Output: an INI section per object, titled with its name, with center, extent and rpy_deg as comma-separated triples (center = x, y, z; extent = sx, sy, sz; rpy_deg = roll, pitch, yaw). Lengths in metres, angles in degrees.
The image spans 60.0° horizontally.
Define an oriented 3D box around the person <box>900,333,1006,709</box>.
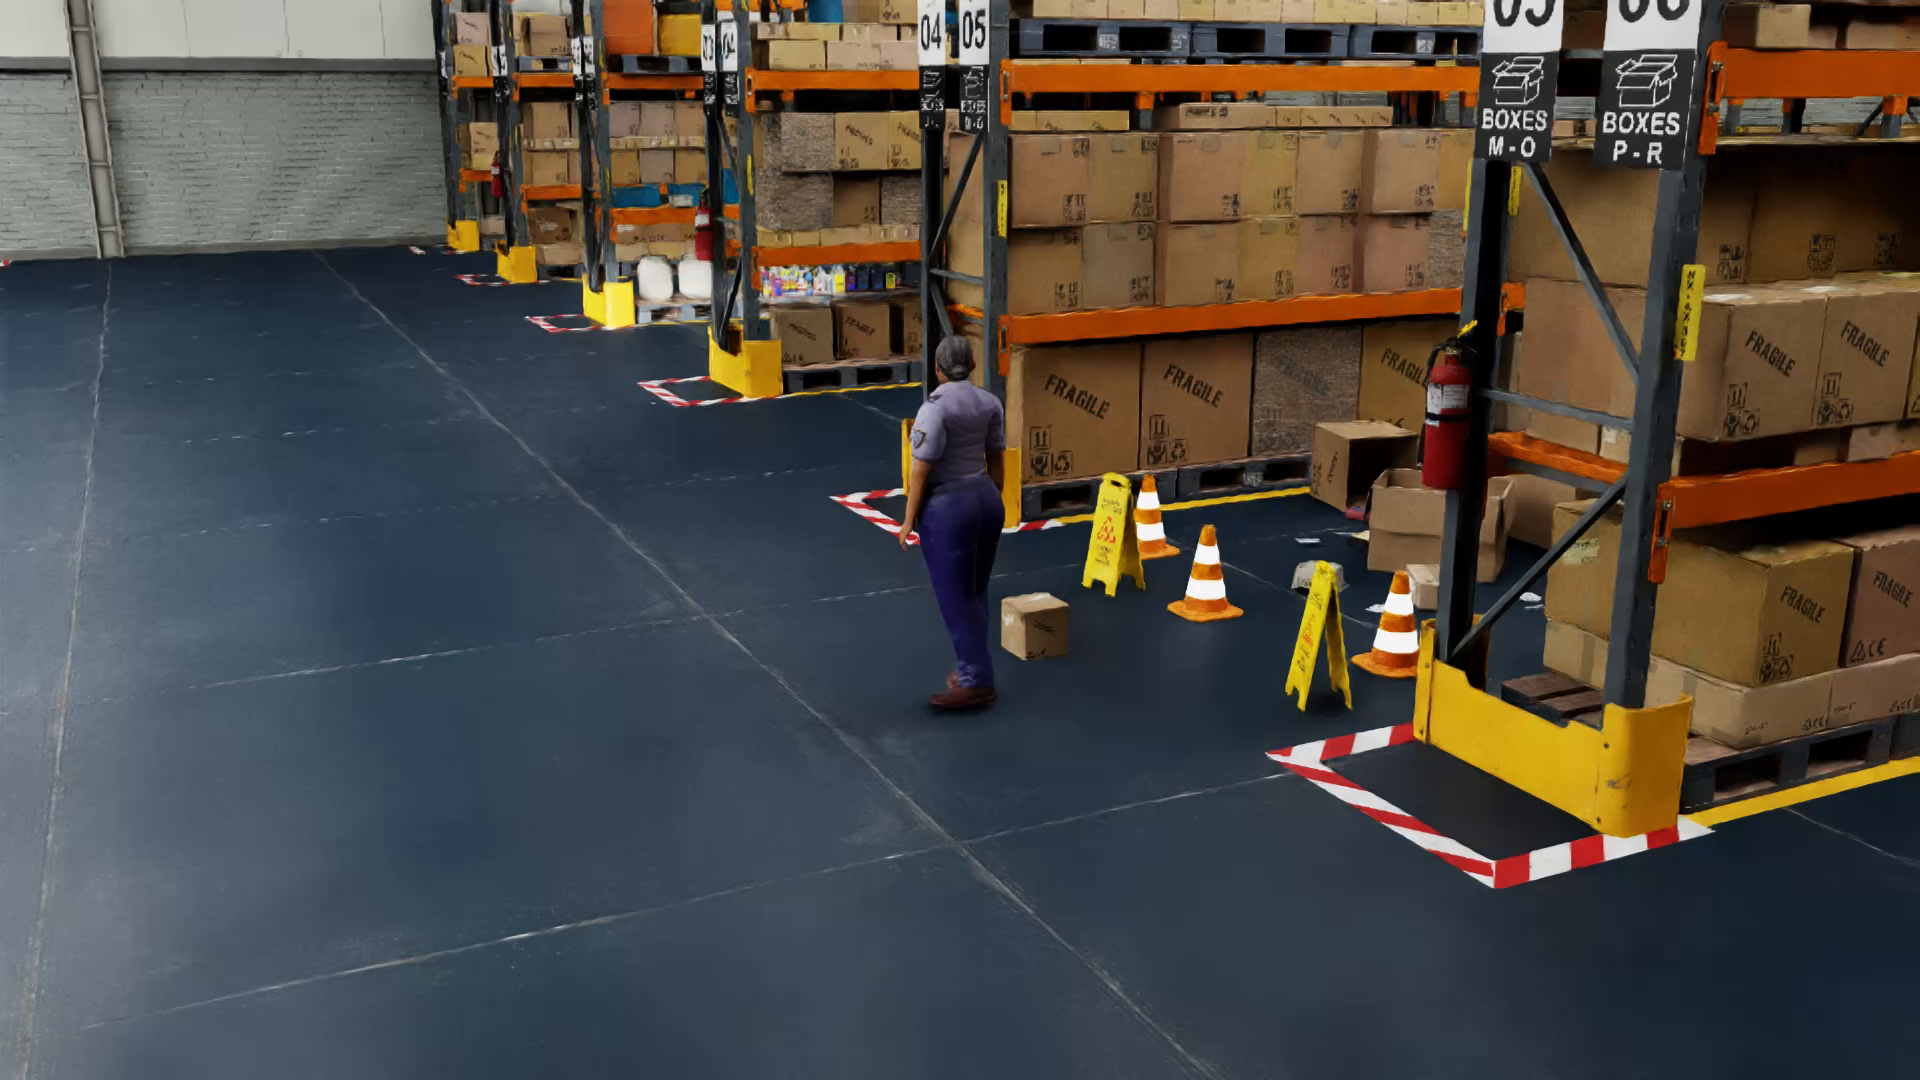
[person]
center = -0.004, -0.080, 7.324
extent = 0.407, 1.660, 0.494
rpy_deg = 13, 20, 39
